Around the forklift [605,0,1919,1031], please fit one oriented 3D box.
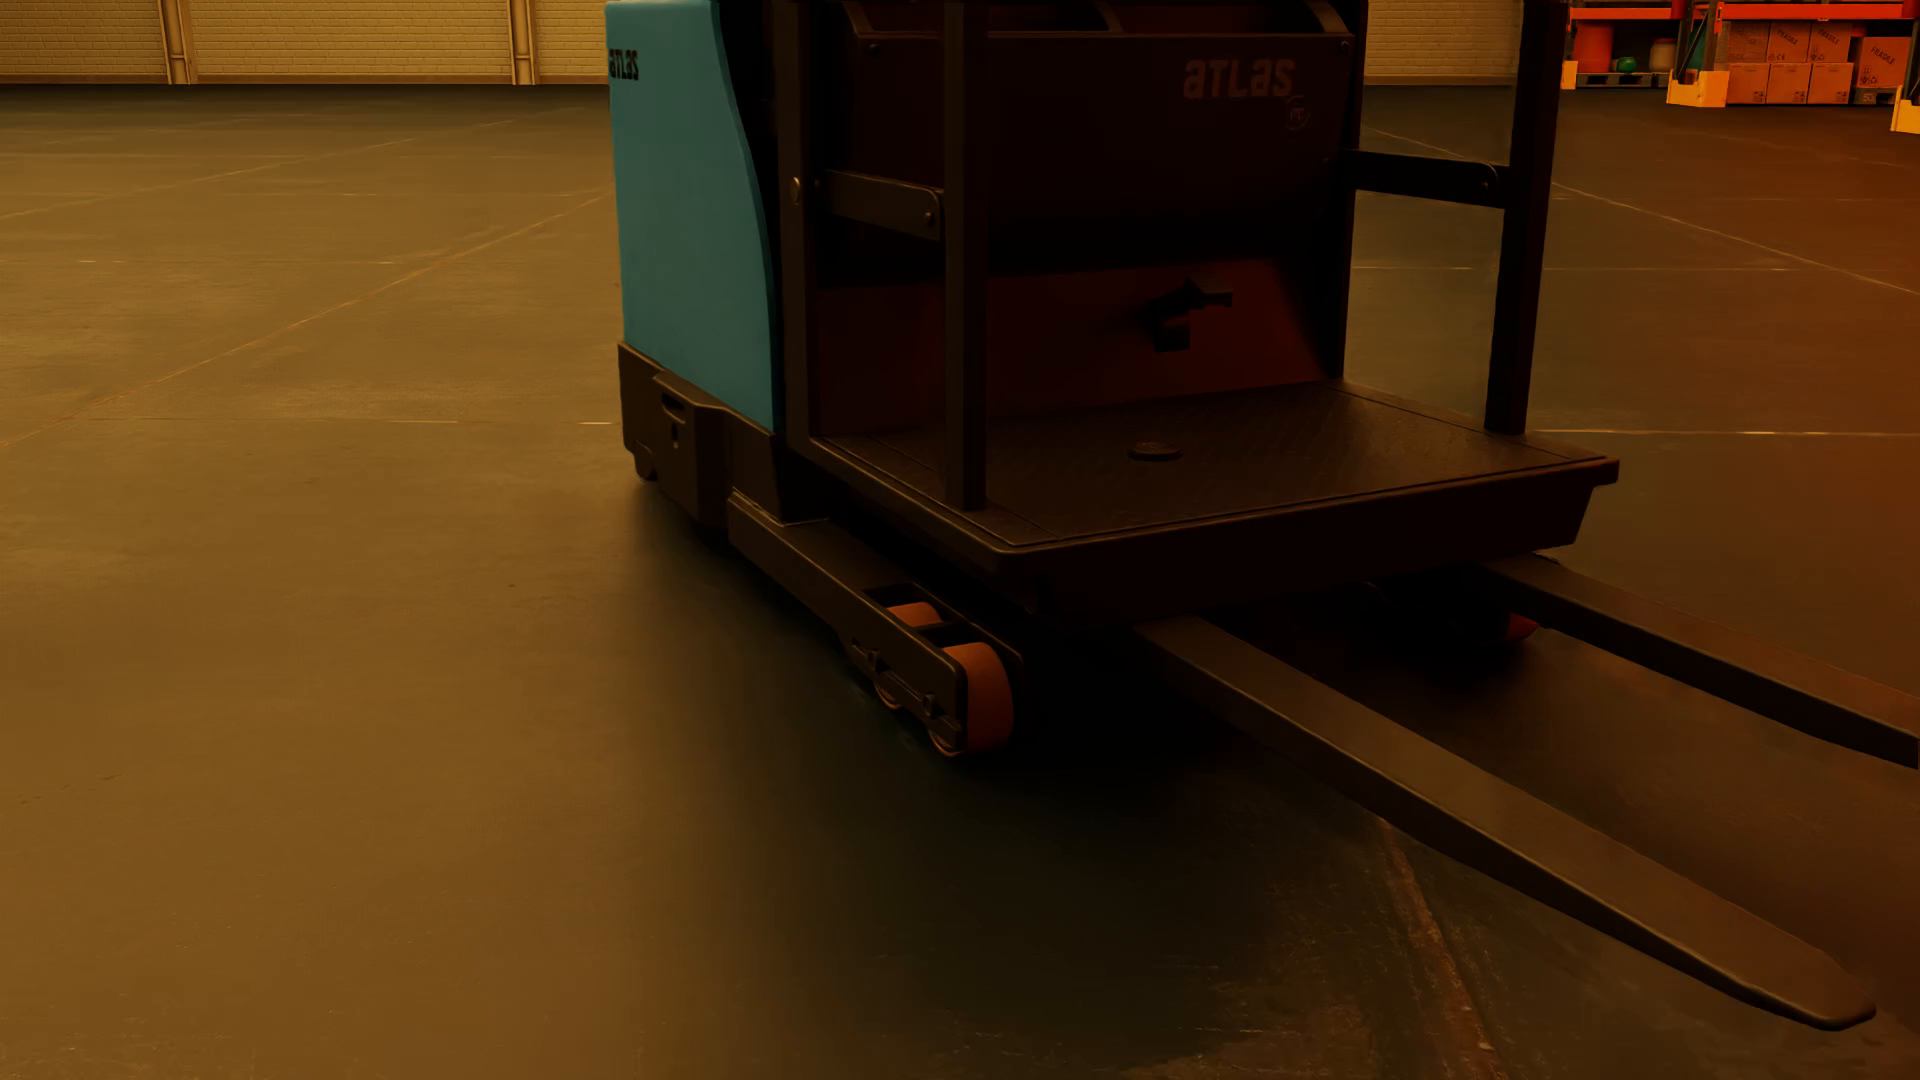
[{"bbox_3d":[0.331,-1.238,2.415,1.130,2.935,3.031,-8,19,-25],"label":"forklift"}]
